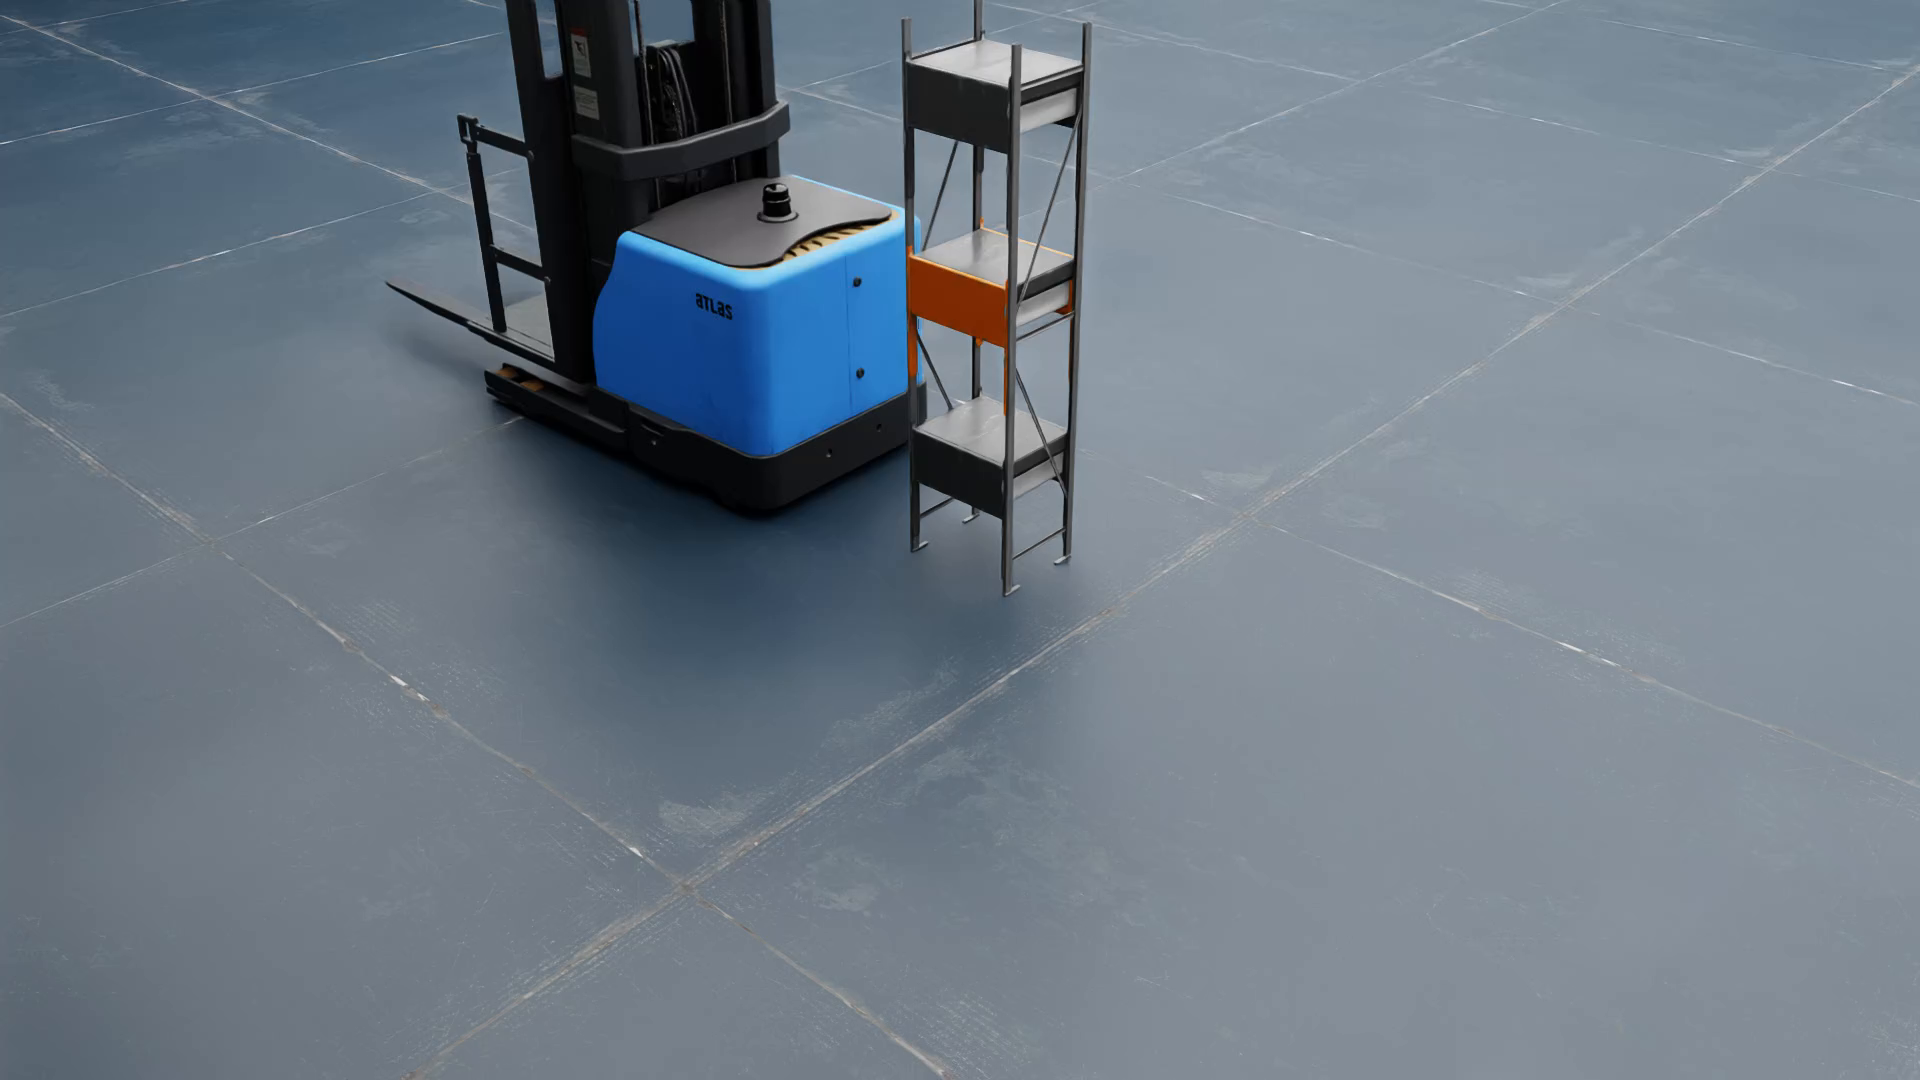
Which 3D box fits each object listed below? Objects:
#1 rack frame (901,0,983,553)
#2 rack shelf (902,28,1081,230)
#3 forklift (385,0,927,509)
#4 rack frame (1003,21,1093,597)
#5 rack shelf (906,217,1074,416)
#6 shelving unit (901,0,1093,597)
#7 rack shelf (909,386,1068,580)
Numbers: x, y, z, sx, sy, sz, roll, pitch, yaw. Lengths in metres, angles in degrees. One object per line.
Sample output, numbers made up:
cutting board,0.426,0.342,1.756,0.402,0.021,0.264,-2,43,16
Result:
rack frame,-0.058,-0.927,6.254,0.015,2.100,0.400,25,39,35
rack shelf,0.123,-1.430,5.759,0.480,0.518,0.431,25,39,35
forklift,-1.590,-2.013,7.252,3.031,2.935,1.130,24,39,34
rack frame,0.304,-0.758,5.973,0.015,2.100,0.400,25,39,35
rack shelf,0.123,-0.831,6.120,0.480,0.518,0.431,25,39,35
shelving unit,0.123,-0.842,6.113,0.503,2.100,0.431,25,39,35
rack shelf,0.123,-0.231,6.481,0.480,0.518,0.431,25,39,35
